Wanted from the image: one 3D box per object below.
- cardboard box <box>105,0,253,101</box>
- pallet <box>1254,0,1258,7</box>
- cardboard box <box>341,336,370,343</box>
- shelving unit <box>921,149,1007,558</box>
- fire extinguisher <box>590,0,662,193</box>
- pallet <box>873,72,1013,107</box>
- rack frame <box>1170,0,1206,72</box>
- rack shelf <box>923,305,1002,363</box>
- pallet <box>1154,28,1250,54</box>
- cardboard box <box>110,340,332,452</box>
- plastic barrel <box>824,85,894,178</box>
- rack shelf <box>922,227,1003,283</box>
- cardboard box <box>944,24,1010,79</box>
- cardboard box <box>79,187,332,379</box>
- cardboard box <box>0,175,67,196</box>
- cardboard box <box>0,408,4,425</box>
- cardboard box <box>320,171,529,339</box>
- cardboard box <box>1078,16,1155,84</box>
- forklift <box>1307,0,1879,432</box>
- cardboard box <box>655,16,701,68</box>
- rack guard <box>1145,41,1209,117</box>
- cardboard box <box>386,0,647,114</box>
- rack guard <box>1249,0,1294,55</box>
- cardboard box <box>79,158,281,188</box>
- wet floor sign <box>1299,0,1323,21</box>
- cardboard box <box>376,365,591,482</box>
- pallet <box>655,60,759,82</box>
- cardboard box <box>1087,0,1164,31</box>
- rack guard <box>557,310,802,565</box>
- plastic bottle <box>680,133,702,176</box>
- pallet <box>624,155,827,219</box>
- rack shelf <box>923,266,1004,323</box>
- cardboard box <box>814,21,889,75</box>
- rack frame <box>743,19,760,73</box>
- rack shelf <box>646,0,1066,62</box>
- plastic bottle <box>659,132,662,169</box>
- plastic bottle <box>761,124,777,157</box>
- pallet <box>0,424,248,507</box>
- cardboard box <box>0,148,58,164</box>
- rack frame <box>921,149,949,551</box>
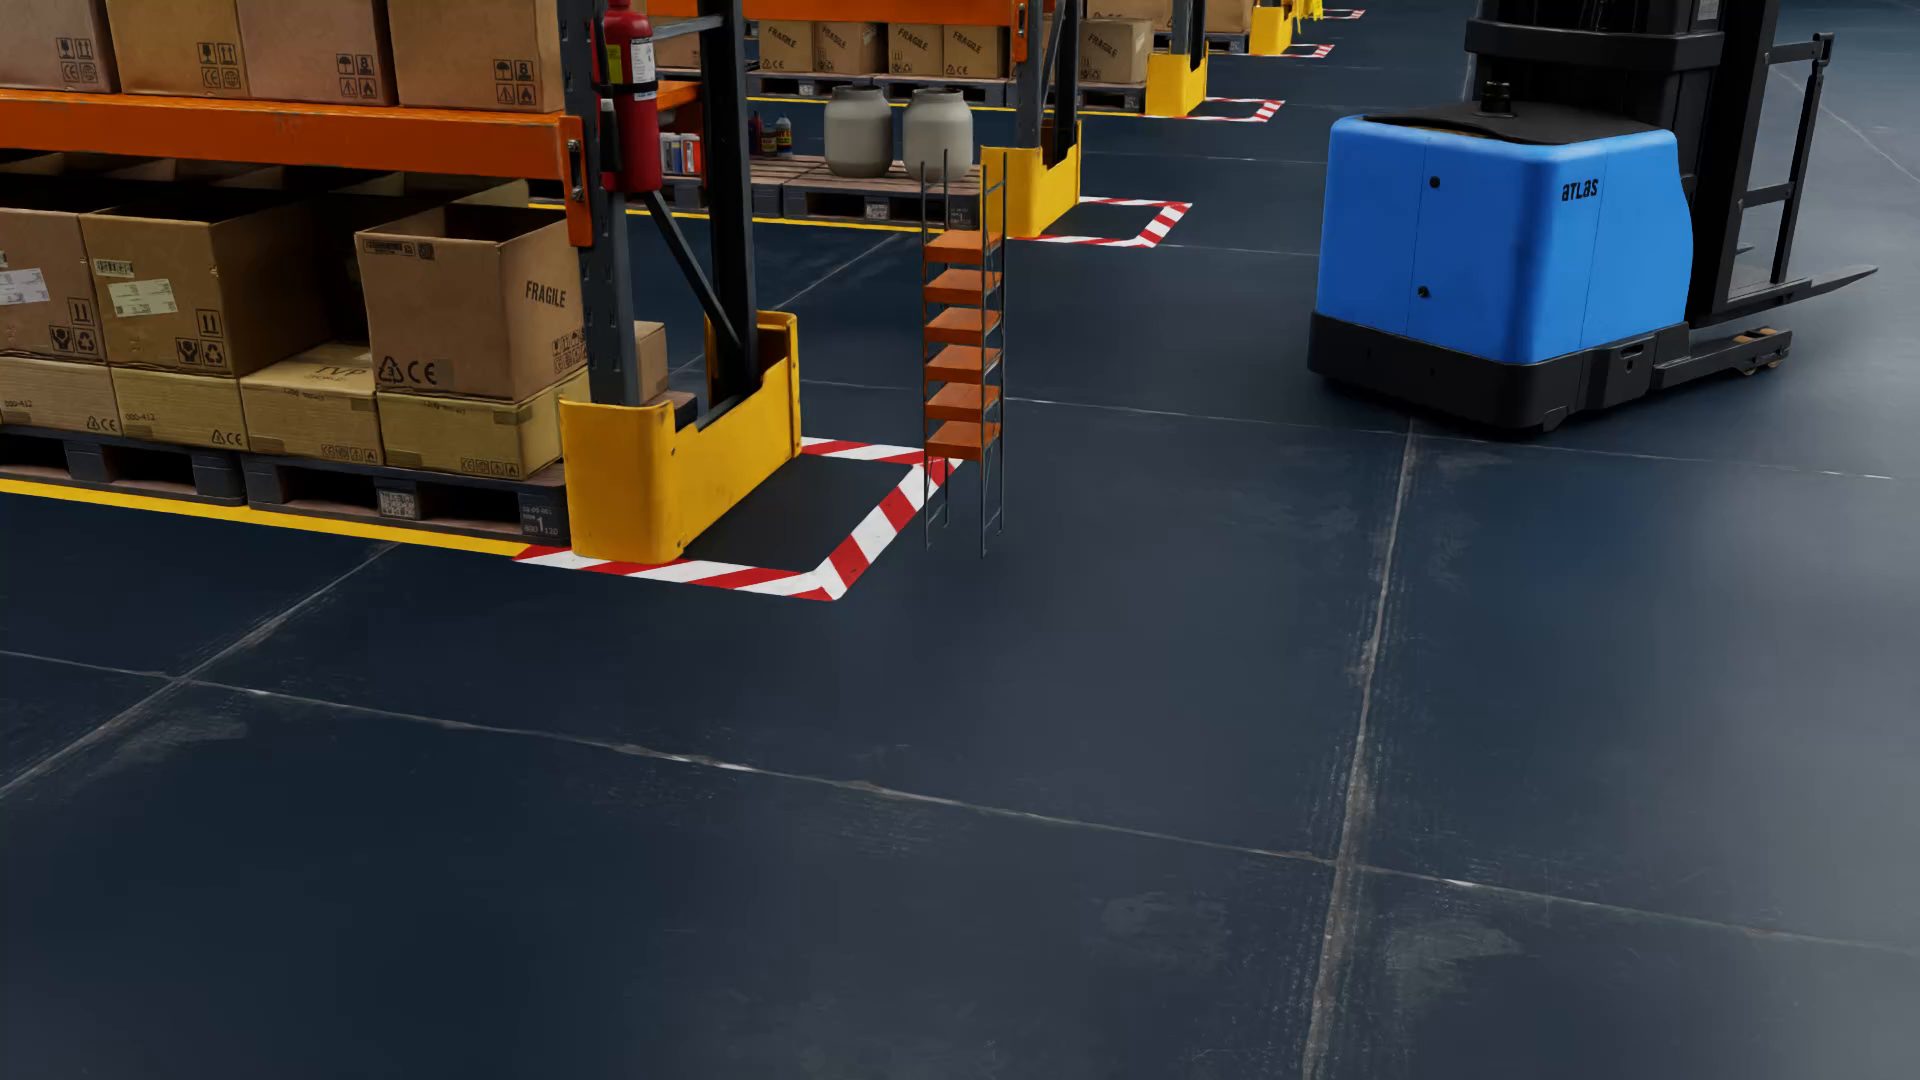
[{"bbox_3d":[-2.338,-1.753,5.458,0.500,0.500,0.700,7,23,16],"label":"cardboard box"},{"bbox_3d":[3.970,-7.558,23.416,1.213,0.211,1.003,7,23,16],"label":"pallet"},{"bbox_3d":[-1.846,-0.653,5.980,0.500,0.250,0.500,7,23,16],"label":"cardboard box"},{"bbox_3d":[0.014,-0.554,5.038,0.189,1.200,0.258,7,23,16],"label":"shelving unit"},{"bbox_3d":[-0.938,-1.321,4.639,0.183,0.674,0.296,7,23,16],"label":"fire extinguisher"},{"bbox_3d":[-0.056,-4.092,14.966,1.213,0.211,1.003,7,23,16],"label":"pallet"},{"bbox_3d":[1.948,-5.137,13.841,0.127,3.000,1.000,7,23,16],"label":"rack frame"},{"bbox_3d":[0.014,-0.623,5.010,0.180,0.103,0.258,7,23,16],"label":"rack shelf"},{"bbox_3d":[2.690,-5.697,18.881,1.213,0.211,1.003,7,23,15],"label":"pallet"},{"bbox_3d":[-2.477,-0.516,5.646,0.500,0.250,0.500,7,23,16],"label":"cardboard box"},{"bbox_3d":[-0.615,-2.480,10.088,0.421,0.512,0.421,0,22,0],"label":"plastic barrel"},{"bbox_3d":[0.014,-0.845,4.919,0.180,0.103,0.258,7,23,16],"label":"rack shelf"},{"bbox_3d":[0.179,-4.378,14.731,0.500,0.500,0.500,9,24,20],"label":"cardboard box"},{"bbox_3d":[-2.478,-0.862,5.501,0.500,0.500,0.500,7,23,16],"label":"cardboard box"},{"bbox_3d":[-3.435,-0.972,5.768,0.500,0.500,0.500,7,23,16],"label":"cardboard box"},{"bbox_3d":[-3.436,-0.624,5.910,0.500,0.250,0.500,7,23,16],"label":"cardboard box"},{"bbox_3d":[-1.845,-1.001,5.839,0.500,0.500,0.500,7,23,16],"label":"cardboard box"},{"bbox_3d":[1.355,-4.249,14.417,0.500,0.500,0.500,11,25,25],"label":"cardboard box"},{"bbox_3d":[2.900,-2.185,6.734,3.031,2.935,1.130,-16,27,-34],"label":"forklift"},{"bbox_3d":[-2.463,-4.698,15.484,0.500,0.500,0.700,5,23,11],"label":"cardboard box"},{"bbox_3d":[1.875,-3.989,14.335,0.348,0.500,1.175,7,23,16],"label":"rack guard"},{"bbox_3d":[-1.360,-1.640,5.184,0.500,0.500,0.700,7,23,16],"label":"cardboard box"},{"bbox_3d":[3.501,-5.769,18.675,0.348,0.500,1.175,7,23,16],"label":"rack guard"},{"bbox_3d":[-2.801,-1.112,6.111,0.500,0.500,0.500,7,23,16],"label":"cardboard box"},{"bbox_3d":[4.684,-7.239,22.067,0.232,0.644,0.267,16,27,34],"label":"wet floor sign"},{"bbox_3d":[-1.516,-0.412,5.391,0.500,0.250,0.500,7,23,16],"label":"cardboard box"},{"bbox_3d":[-2.627,-4.370,15.646,1.213,0.211,1.003,7,23,16],"label":"pallet"},{"bbox_3d":[1.966,-6.285,18.887,0.875,0.875,0.875,6,23,15],"label":"cardboard box"},{"bbox_3d":[-0.894,-0.379,5.535,0.348,0.500,1.175,7,23,16],"label":"rack guard"},{"bbox_3d":[-1.601,-2.360,10.081,0.135,0.276,0.152,7,23,16],"label":"plastic bottle"},{"bbox_3d":[-1.509,-2.264,10.511,1.213,0.211,1.003,7,23,16],"label":"pallet"},{"bbox_3d":[0.014,-0.734,4.964,0.180,0.103,0.258,7,23,16],"label":"rack shelf"},{"bbox_3d":[-0.959,-4.495,15.016,0.500,0.500,0.500,15,27,32],"label":"cardboard box"},{"bbox_3d":[-1.881,-5.575,14.910,0.127,3.000,1.000,7,23,16],"label":"rack frame"},{"bbox_3d":[-1.397,-3.224,10.125,4.000,0.370,1.077,7,23,16],"label":"rack shelf"},{"bbox_3d":[-1.893,-2.427,10.145,0.185,0.351,0.144,8,23,18],"label":"plastic bottle"},{"bbox_3d":[-1.227,-2.570,10.689,0.097,0.201,0.097,0,22,0],"label":"plastic bottle"},{"bbox_3d":[-2.825,-0.451,6.091,1.213,0.211,1.003,7,23,15],"label":"pallet"},{"bbox_3d":[-3.764,-1.215,6.362,0.500,0.500,0.500,7,23,16],"label":"cardboard box"},{"bbox_3d":[-0.074,-0.564,5.063,0.006,1.200,0.240,7,23,16],"label":"rack frame"}]
